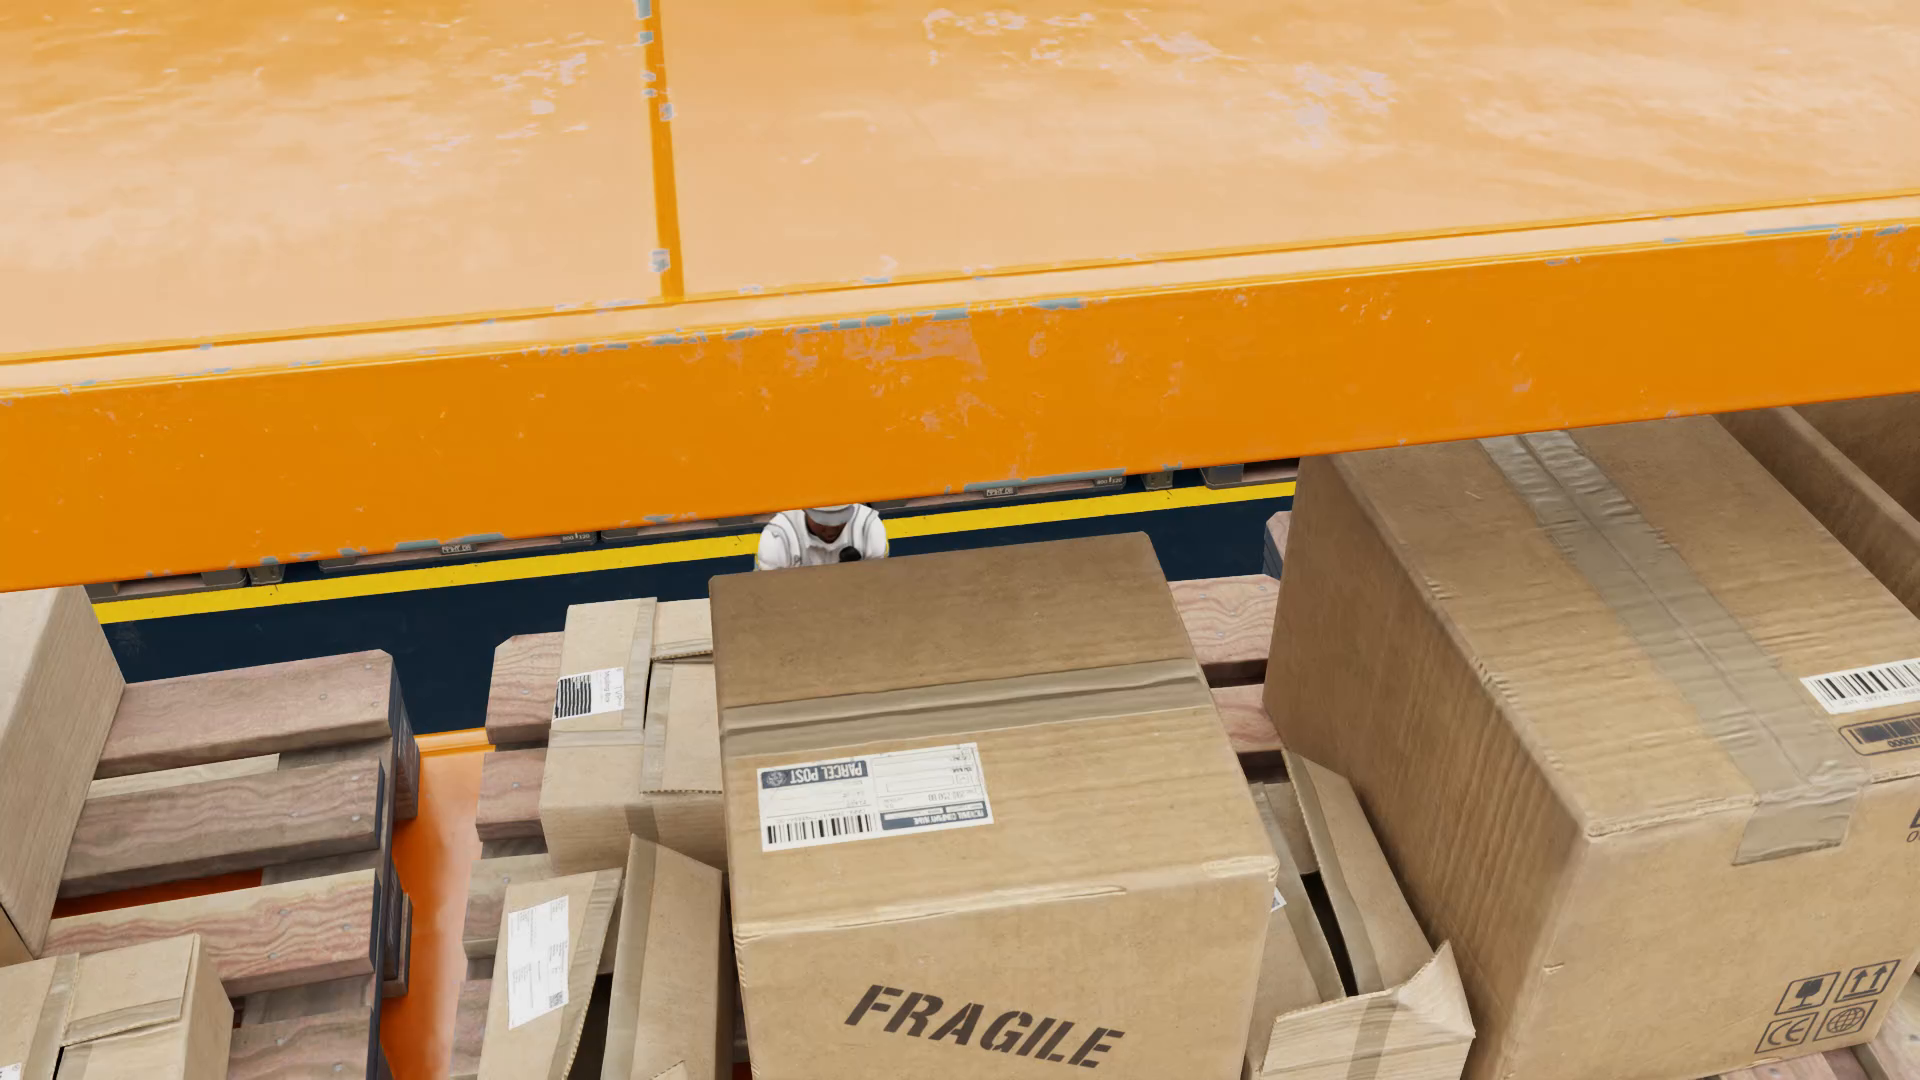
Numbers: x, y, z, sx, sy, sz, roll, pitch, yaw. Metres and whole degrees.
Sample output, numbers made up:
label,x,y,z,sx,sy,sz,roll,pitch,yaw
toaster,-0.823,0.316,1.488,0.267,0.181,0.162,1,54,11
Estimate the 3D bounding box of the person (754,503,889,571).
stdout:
label,x,y,z,sx,sy,sz,roll,pitch,yaw
person,-0.464,0.382,5.683,0.518,1.656,0.397,-7,39,-9
